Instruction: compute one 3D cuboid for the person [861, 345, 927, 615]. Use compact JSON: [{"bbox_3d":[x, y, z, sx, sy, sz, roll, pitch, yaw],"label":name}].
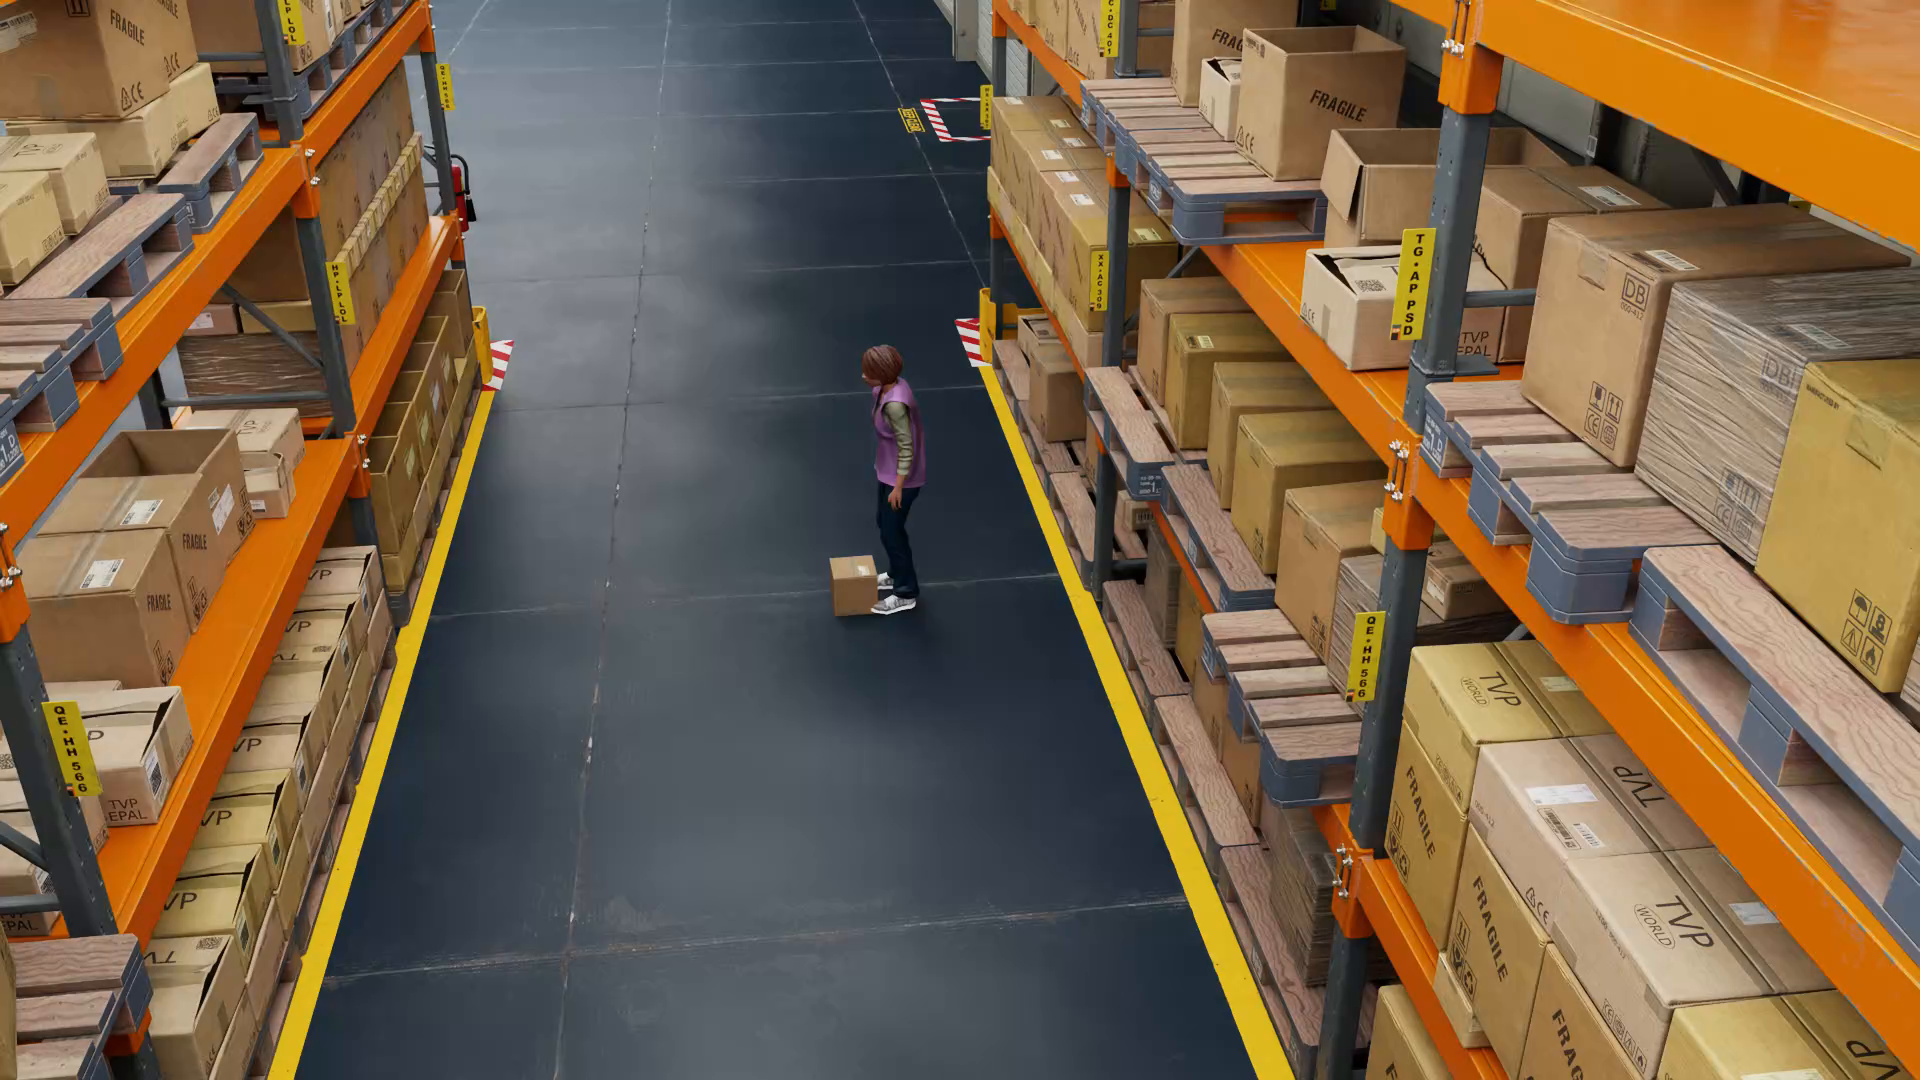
[{"bbox_3d":[-0.367,-0.352,9.306,0.345,1.592,0.477,-5,28,-10],"label":"person"}]
